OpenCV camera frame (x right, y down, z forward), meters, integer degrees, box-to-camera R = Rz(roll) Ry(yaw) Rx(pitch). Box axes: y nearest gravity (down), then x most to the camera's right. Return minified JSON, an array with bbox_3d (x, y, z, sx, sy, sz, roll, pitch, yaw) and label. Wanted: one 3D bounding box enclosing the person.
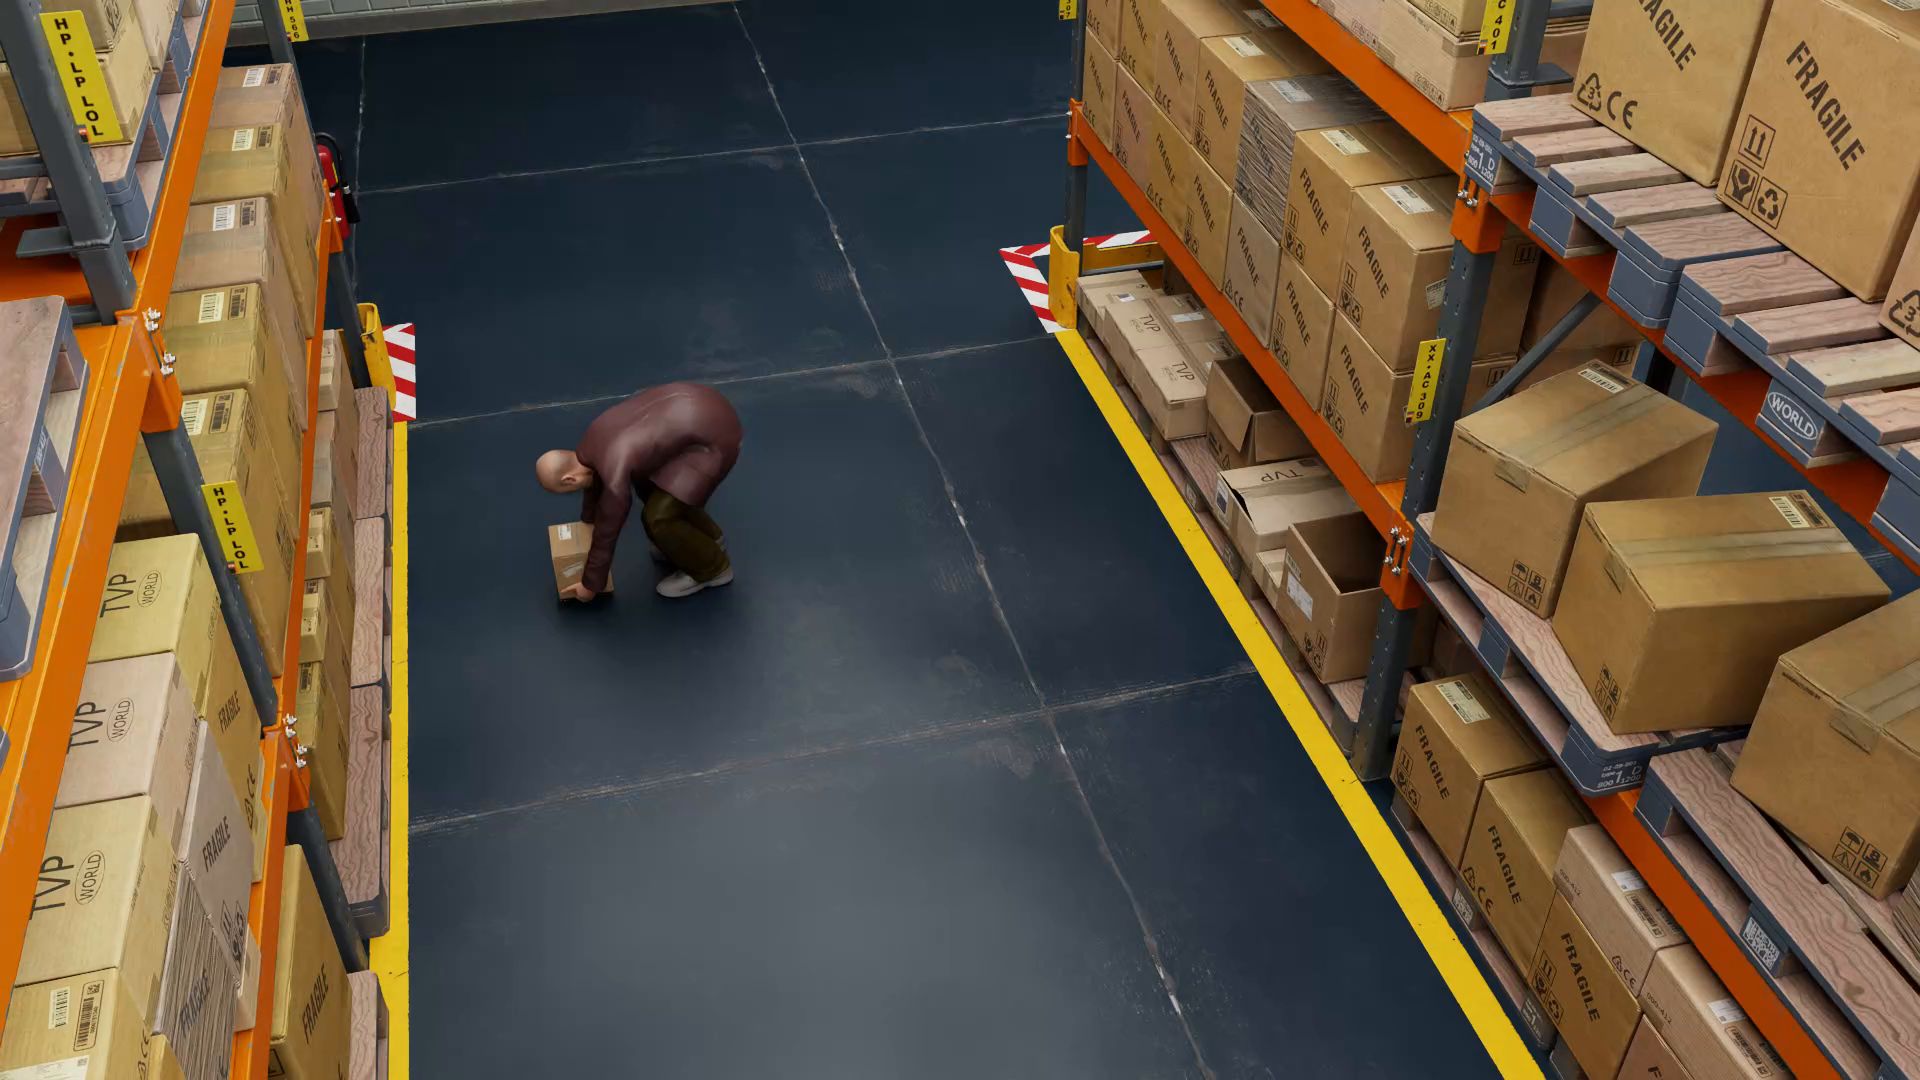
[{"bbox_3d":[-1.445,-0.223,7.652,0.942,0.996,0.591,-11,39,-14],"label":"person"}]
